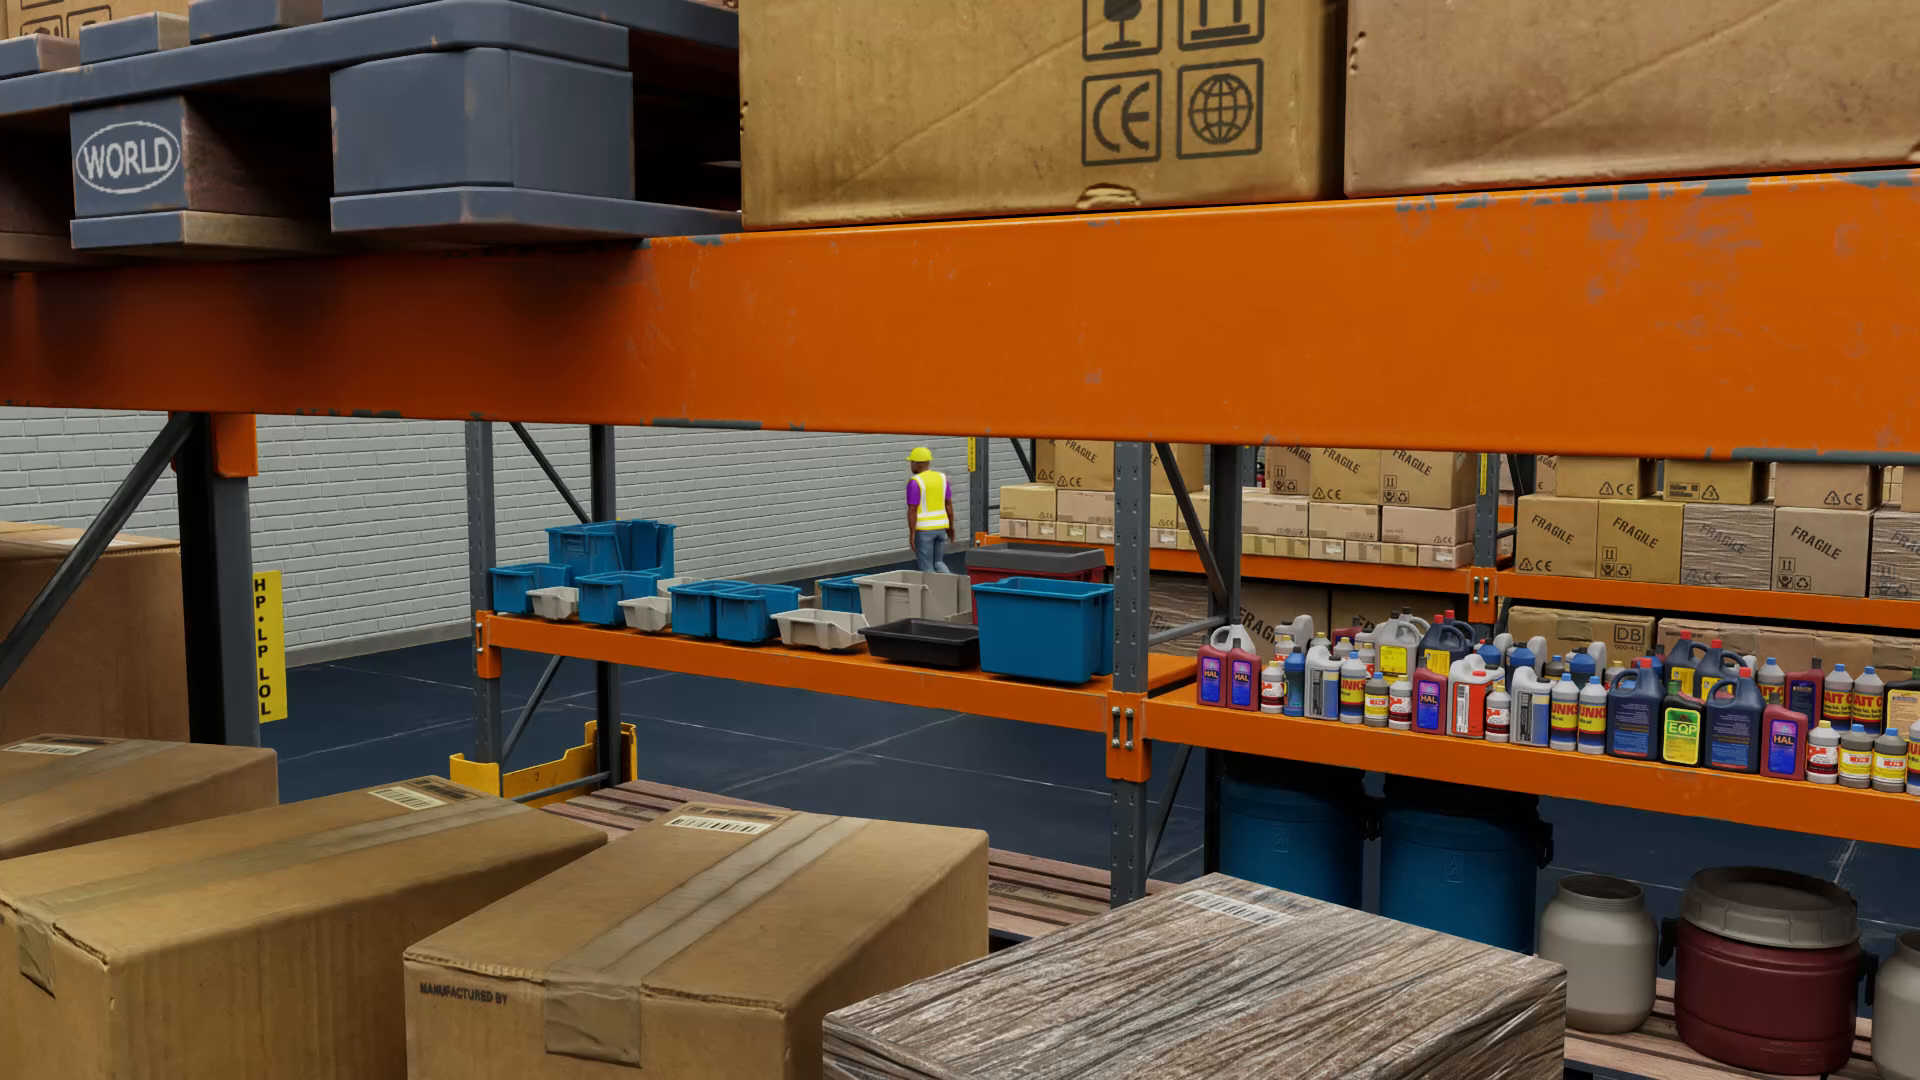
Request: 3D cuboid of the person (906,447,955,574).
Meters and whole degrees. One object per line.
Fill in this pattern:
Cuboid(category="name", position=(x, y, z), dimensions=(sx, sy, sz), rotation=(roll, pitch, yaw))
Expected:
Cuboid(category="person", position=(-0.297, -0.096, 17.525), dimensions=(0.614, 1.760, 0.566), rotation=(-6, 9, -43))
